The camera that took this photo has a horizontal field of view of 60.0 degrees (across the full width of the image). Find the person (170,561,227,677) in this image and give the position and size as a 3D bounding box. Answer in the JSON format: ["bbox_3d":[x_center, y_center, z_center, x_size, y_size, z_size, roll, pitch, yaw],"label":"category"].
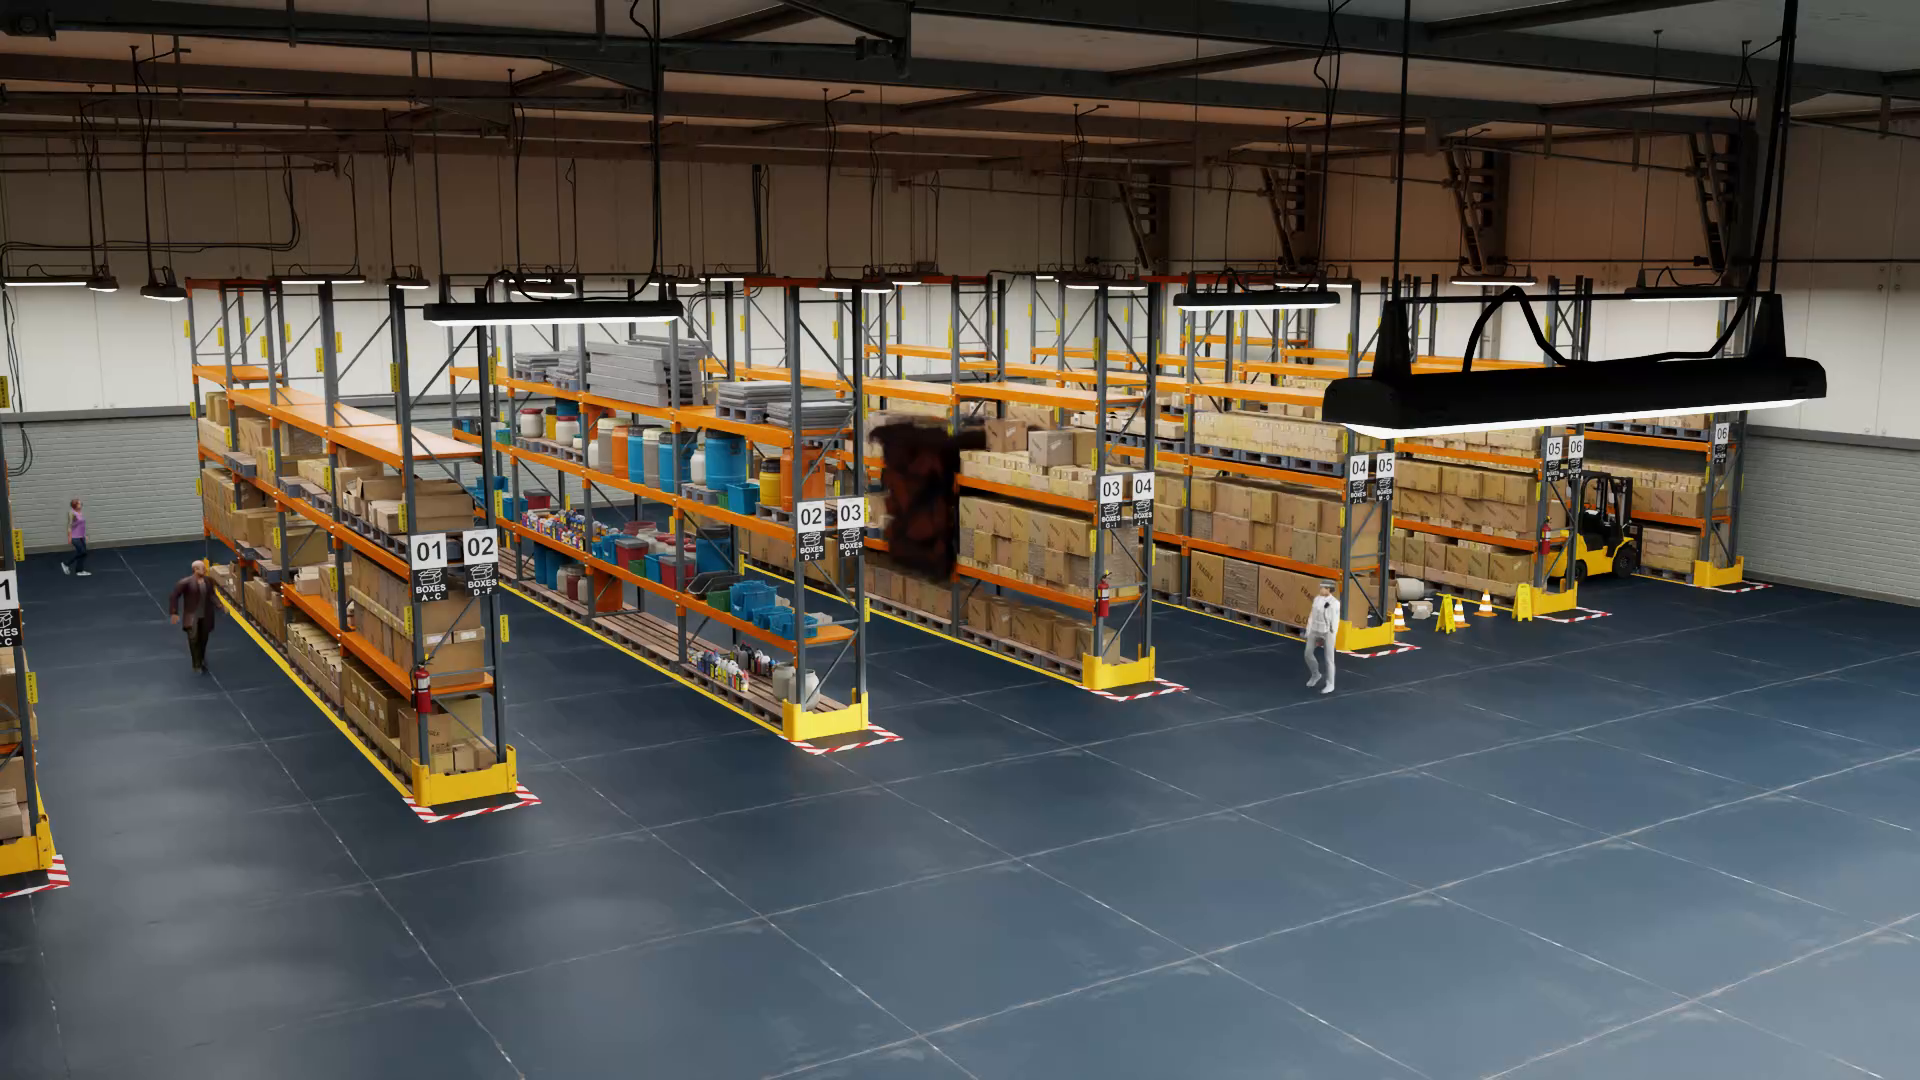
[{"bbox_3d":[-11.846,1.209,25.847,0.793,1.812,0.936,-6,11,-31],"label":"person"}]

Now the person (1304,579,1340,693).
[{"bbox_3d":[5.371,1.399,24.642,0.389,1.692,0.511,-9,13,-44],"label":"person"}]

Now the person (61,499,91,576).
[{"bbox_3d":[-17.861,-0.049,33.526,0.500,1.581,0.443,-1,10,-7],"label":"person"}]
